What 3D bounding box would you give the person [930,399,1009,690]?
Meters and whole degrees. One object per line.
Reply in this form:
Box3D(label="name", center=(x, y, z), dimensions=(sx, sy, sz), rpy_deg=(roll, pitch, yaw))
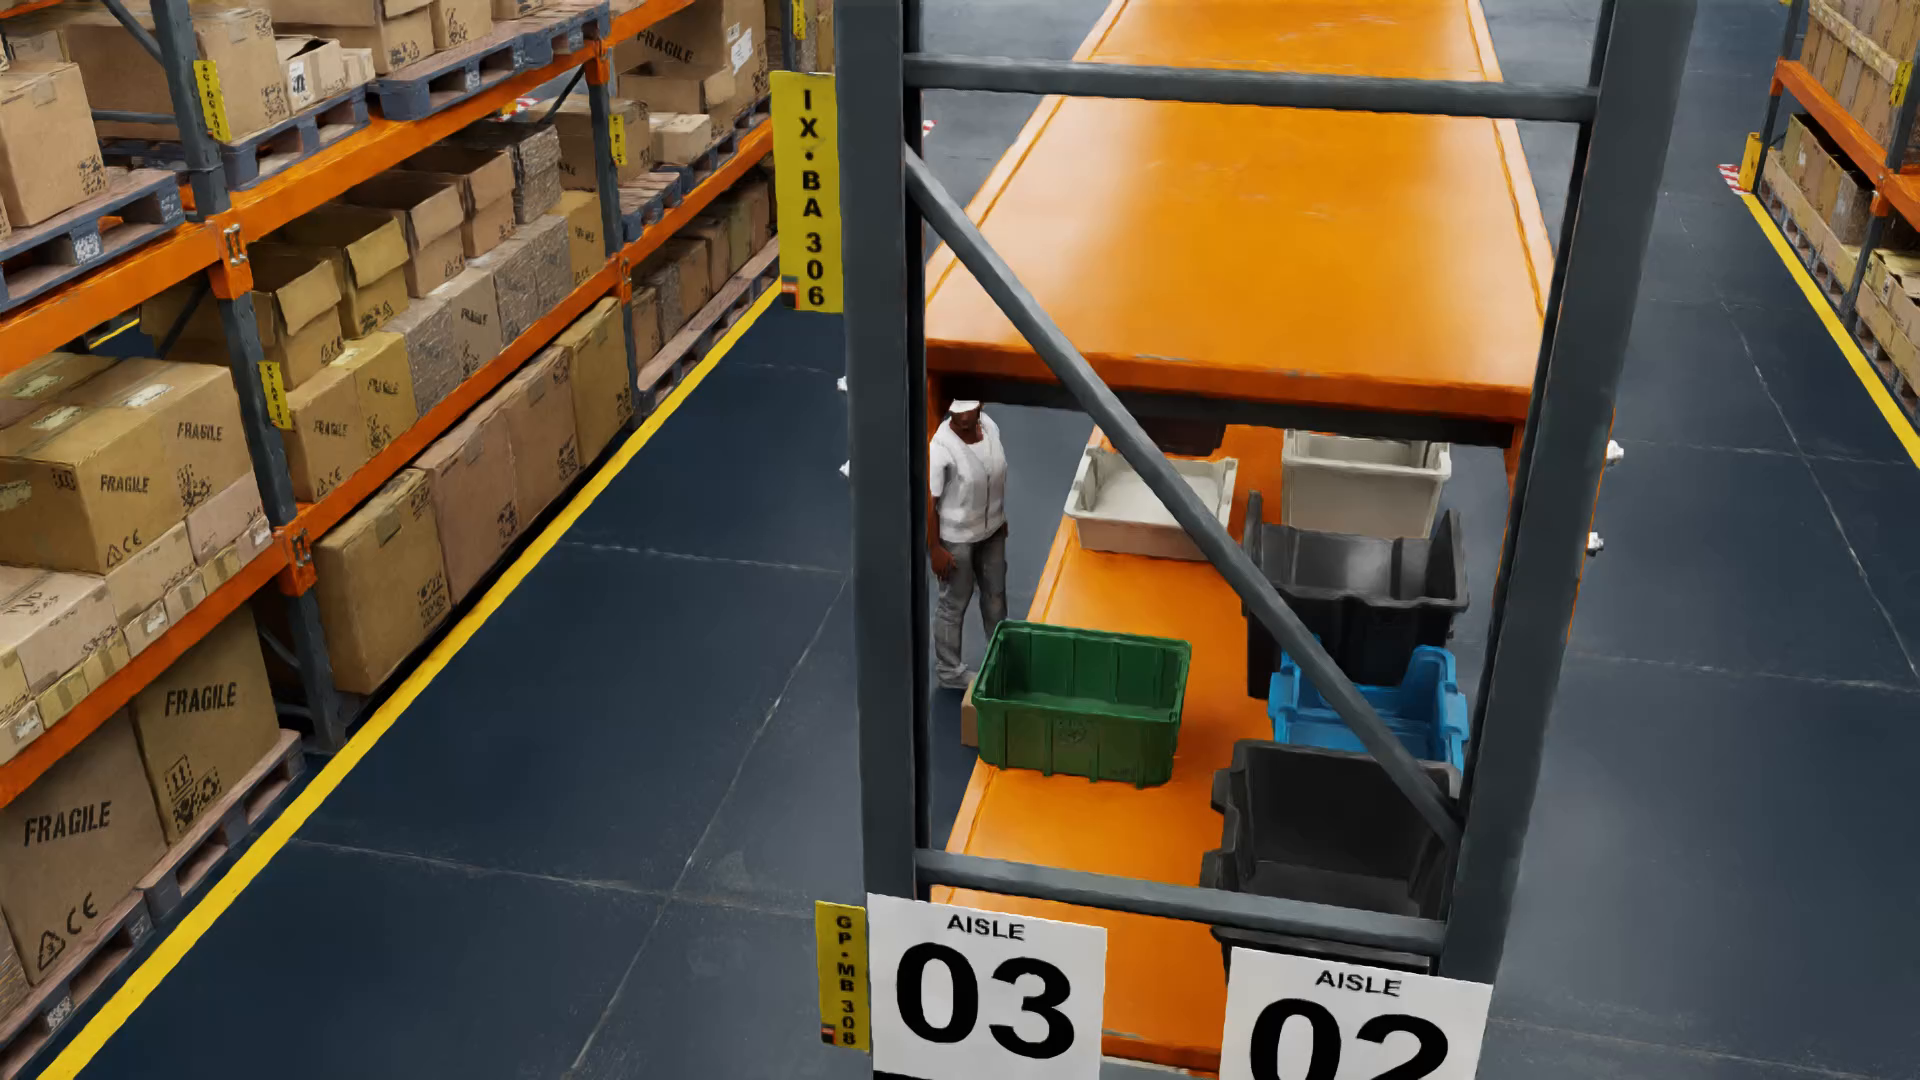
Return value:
Box3D(label="person", center=(0.083, -0.030, 8.620), dimensions=(0.614, 1.767, 0.490), rpy_deg=(-24, 37, -37))
